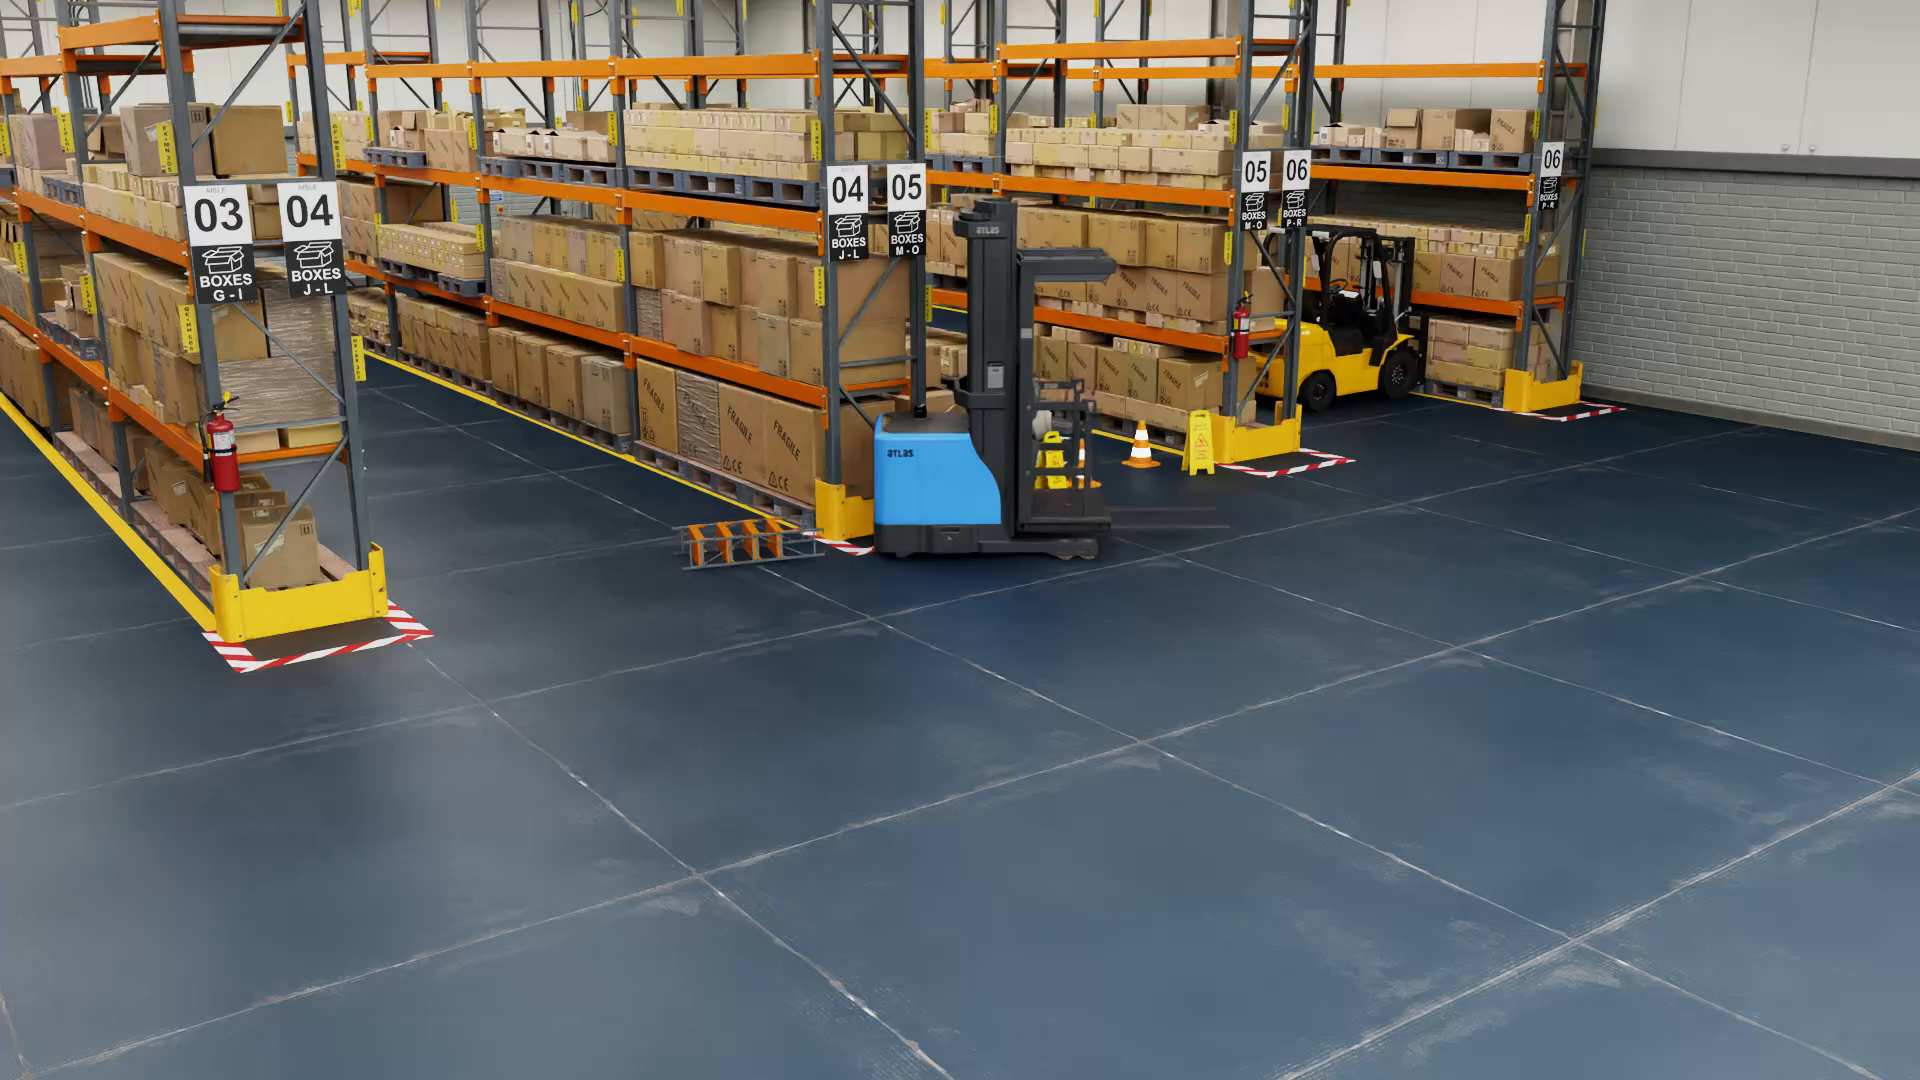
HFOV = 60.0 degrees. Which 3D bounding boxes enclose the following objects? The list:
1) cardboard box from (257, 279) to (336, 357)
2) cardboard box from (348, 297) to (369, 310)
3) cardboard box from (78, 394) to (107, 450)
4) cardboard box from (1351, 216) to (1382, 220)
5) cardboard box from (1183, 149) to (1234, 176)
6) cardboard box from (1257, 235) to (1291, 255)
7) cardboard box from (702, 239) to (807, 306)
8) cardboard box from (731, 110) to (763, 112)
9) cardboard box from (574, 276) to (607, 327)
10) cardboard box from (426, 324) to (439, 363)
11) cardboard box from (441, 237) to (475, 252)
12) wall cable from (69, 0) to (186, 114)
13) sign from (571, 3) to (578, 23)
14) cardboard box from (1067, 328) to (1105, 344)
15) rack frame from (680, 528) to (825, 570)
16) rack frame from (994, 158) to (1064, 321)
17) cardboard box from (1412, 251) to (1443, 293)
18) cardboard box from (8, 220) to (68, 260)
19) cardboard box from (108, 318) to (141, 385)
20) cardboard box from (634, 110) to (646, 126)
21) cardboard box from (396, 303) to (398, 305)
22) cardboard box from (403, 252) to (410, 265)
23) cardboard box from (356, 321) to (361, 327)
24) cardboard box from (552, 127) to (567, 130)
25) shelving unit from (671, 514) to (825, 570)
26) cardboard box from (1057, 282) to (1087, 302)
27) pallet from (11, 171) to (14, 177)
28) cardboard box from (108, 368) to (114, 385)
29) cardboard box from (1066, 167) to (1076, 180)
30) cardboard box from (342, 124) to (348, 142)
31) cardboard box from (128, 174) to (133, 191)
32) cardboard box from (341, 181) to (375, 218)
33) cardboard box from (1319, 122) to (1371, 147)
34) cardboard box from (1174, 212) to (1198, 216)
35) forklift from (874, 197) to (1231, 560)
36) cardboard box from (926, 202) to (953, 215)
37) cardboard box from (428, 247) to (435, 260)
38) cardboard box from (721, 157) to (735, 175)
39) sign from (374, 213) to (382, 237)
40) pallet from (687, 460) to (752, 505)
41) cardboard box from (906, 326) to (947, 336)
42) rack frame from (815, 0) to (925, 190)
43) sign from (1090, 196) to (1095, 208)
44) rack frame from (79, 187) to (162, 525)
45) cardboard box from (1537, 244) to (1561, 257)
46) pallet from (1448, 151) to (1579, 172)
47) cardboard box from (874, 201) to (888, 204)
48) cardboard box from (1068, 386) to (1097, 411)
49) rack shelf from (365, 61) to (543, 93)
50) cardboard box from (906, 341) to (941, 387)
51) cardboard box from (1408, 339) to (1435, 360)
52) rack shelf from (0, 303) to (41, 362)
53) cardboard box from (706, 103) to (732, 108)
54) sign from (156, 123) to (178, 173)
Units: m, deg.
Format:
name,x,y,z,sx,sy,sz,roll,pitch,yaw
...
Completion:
name,x,y,z,sx,sy,sz,roll,pitch,yaw
cardboard box,-4.917,-1.649,12.271,0.500,0.500,0.500,-11,19,-35
cardboard box,-9.327,-3.652,25.714,0.380,0.149,0.250,-11,19,-34
cardboard box,-8.771,-1.273,17.448,0.700,0.500,0.500,-13,20,-39
cardboard box,5.576,-4.347,22.796,0.380,0.149,0.250,-11,19,-35
cardboard box,2.683,-3.939,17.323,0.500,0.250,0.500,-11,19,-35
cardboard box,4.367,-4.213,23.622,0.500,0.250,0.500,-11,19,-36
cardboard box,-1.964,-2.578,15.985,0.875,0.550,0.500,-11,19,-35
cardboard box,-2.025,-4.134,16.295,0.380,0.149,0.250,-11,19,-34
cardboard box,-3.915,-2.643,18.363,0.500,0.500,0.500,-11,19,-35
cardboard box,-6.947,-2.701,22.703,0.500,0.500,0.500,-10,18,-34
cardboard box,-6.405,-3.783,21.270,0.380,0.149,0.250,-10,18,-33
wall cable,-14.758,-10.419,29.504,2.277,5.999,0.120,-11,19,-35
sign,-6.658,-9.105,28.729,0.100,0.325,0.005,-11,19,-35
cardboard box,1.468,-2.388,19.382,0.380,0.149,0.250,-10,18,-31
rack frame,-1.713,0.072,13.776,1.200,0.240,0.015,-6,16,-17
rack frame,0.850,-3.207,20.613,1.000,3.000,0.127,-11,19,-35
cardboard box,6.114,-3.459,21.341,0.500,0.500,0.500,-11,19,-36
cardboard box,-10.715,-3.496,19.577,0.797,0.503,0.637,-10,18,-33
cardboard box,-6.686,-1.643,14.144,0.875,0.500,0.500,-11,19,-35
cardboard box,-3.004,-4.194,16.514,0.380,0.149,0.250,-11,19,-35
cardboard box,-8.308,-3.512,25.205,0.380,0.149,0.250,-11,19,-36
cardboard box,-7.330,-3.831,22.572,0.380,0.149,0.250,-12,19,-37
cardboard box,-9.012,-3.271,25.451,0.380,0.149,0.250,-10,18,-33
cardboard box,-4.589,-4.750,19.749,0.500,0.311,0.500,-11,19,-35
shelving unit,-1.786,0.012,14.001,1.200,0.258,0.503,-6,16,-17
cardboard box,1.482,-3.049,19.281,0.500,0.500,0.500,-11,19,-35
pallet,-11.291,-4.544,20.176,0.805,0.209,1.217,-12,19,-37
cardboard box,-7.283,-1.455,14.687,0.380,0.149,0.250,-11,19,-35
cardboard box,1.442,-4.210,19.068,0.380,0.149,0.250,-12,19,-36
cardboard box,-8.882,-6.024,24.558,0.500,0.250,0.500,-10,18,-32
cardboard box,-6.248,-2.796,12.958,0.380,0.149,0.250,-10,18,-33
cardboard box,-8.891,-5.079,24.804,0.500,0.500,0.500,-10,18,-33
cardboard box,5.155,-5.418,22.190,0.500,0.311,0.500,-10,18,-33
cardboard box,3.505,-4.943,25.536,0.380,0.149,0.250,-11,19,-35
forklift,0.780,-1.387,14.091,3.031,2.935,1.130,0,15,-2
cardboard box,-0.312,-4.463,22.423,0.380,0.149,0.250,-12,19,-37
cardboard box,-6.711,-3.751,21.715,0.380,0.149,0.250,-11,19,-35
cardboard box,-1.959,-3.429,15.233,0.380,0.149,0.250,-11,19,-34
sign,-8.233,-4.457,23.540,0.100,0.325,0.005,-11,19,-35
pallet,-1.989,-0.637,16.504,1.003,0.211,1.213,-11,19,-35
cardboard box,-0.737,-2.718,23.007,0.950,0.372,0.625,-11,19,-36
rack frame,-0.743,-4.457,13.814,1.000,3.000,0.127,-11,19,-35
sign,2.078,-5.267,26.094,0.100,0.325,0.005,-11,19,-35
rack frame,-7.166,-1.669,14.992,1.000,3.000,0.127,-11,19,-35
cardboard box,7.225,-3.598,20.623,0.380,0.149,0.250,-11,19,-36
pallet,6.820,-4.684,20.492,1.003,0.211,1.213,-11,19,-35
cardboard box,-1.262,-6.515,30.997,0.500,0.500,0.500,-10,18,-33
cardboard box,1.616,-1.691,19.484,0.500,0.250,0.500,-11,19,-35
rack shelf,-6.622,-6.052,21.763,1.077,0.370,4.000,-11,19,-35
cardboard box,-0.572,-2.084,19.810,0.500,0.500,0.500,-11,19,-35
cardboard box,6.069,-2.513,21.542,0.500,0.250,0.500,-11,19,-36
rack shelf,-10.694,-2.603,19.768,1.077,0.370,4.000,-11,19,-35
cardboard box,-4.030,-6.820,26.954,0.500,0.500,0.500,-10,18,-34
sign,-5.275,-2.607,11.060,0.100,0.325,0.005,-11,19,-35
